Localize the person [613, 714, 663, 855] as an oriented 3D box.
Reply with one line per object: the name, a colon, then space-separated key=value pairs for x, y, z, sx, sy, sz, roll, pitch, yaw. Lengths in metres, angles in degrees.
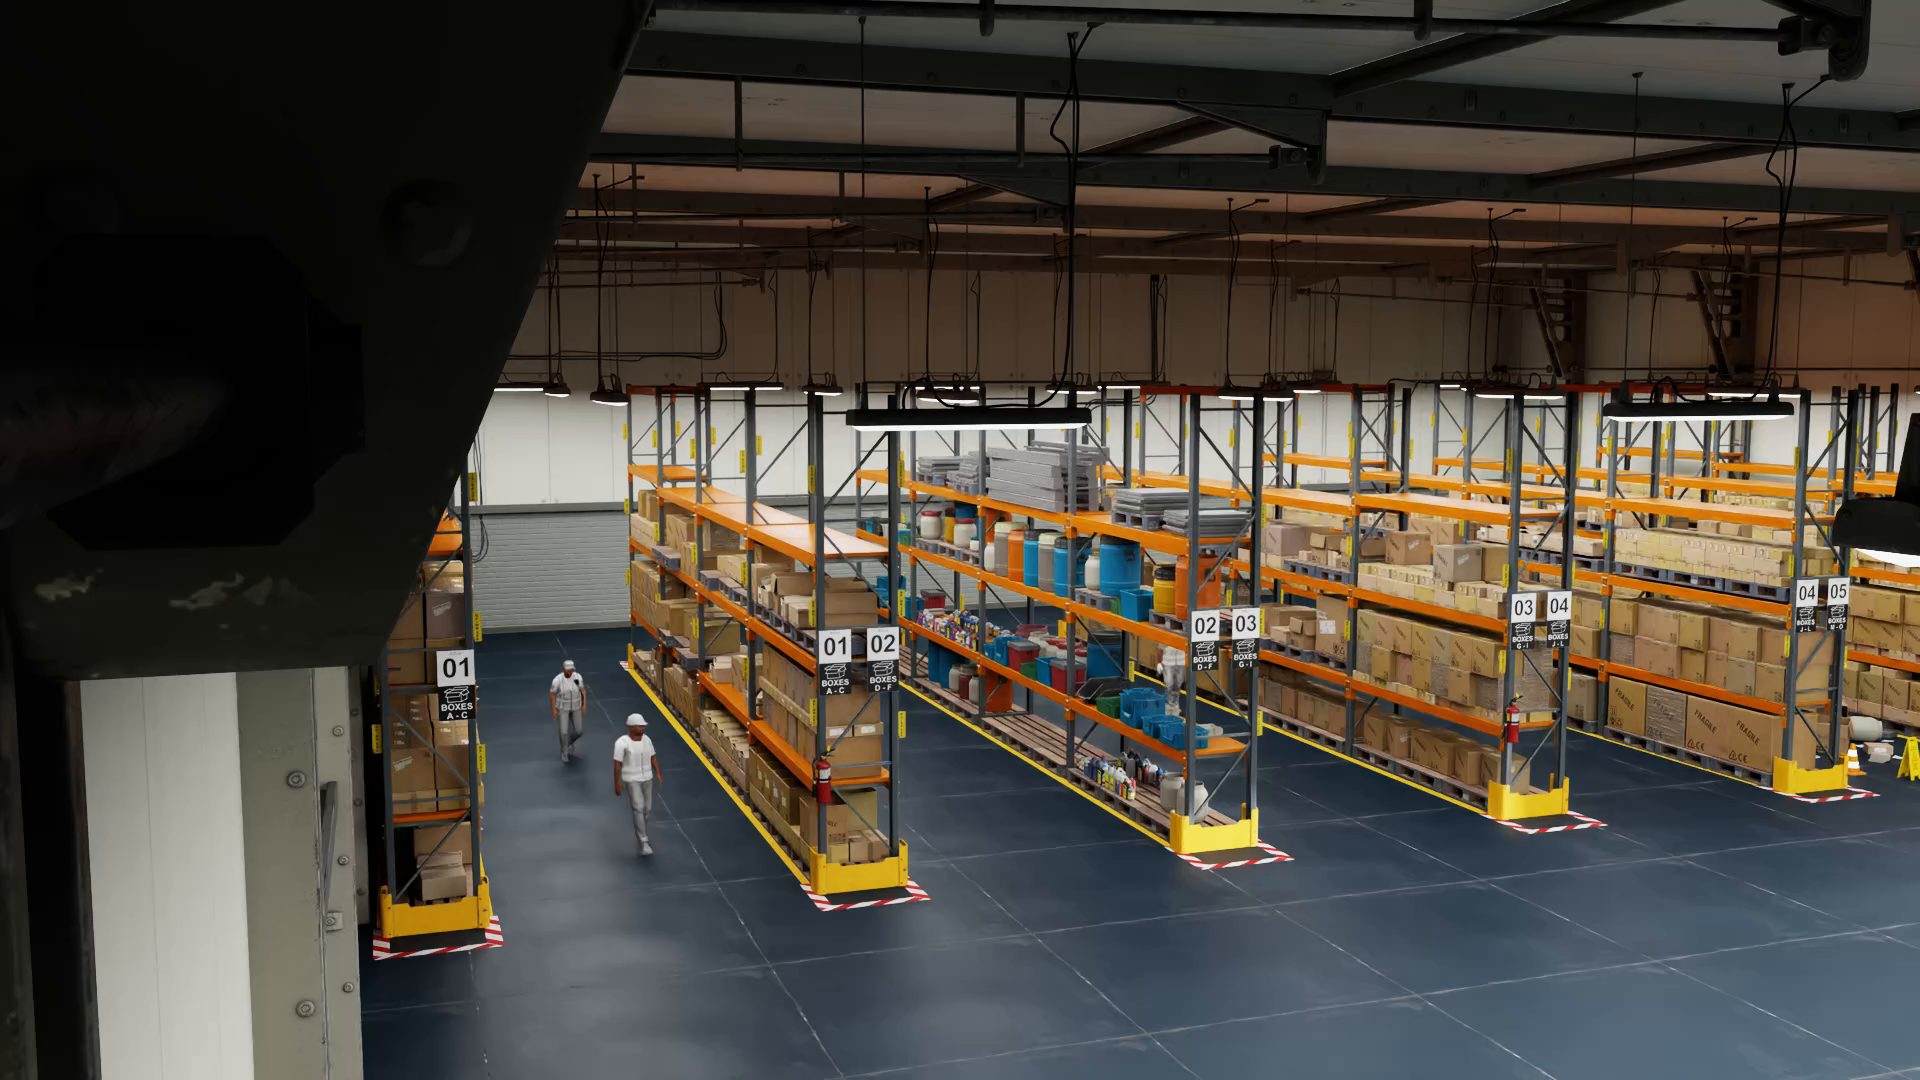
person: x=-4.171 y=3.203 z=21.978 sx=0.754 sy=1.759 sz=0.597 roll=6 pitch=8 yaw=44

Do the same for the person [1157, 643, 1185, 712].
person: x=3.925 y=2.328 z=30.405 sx=0.610 sy=1.840 sz=0.532 roll=-1 pitch=6 yaw=-8

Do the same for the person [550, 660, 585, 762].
person: x=-6.369 y=2.742 z=27.002 sx=0.571 sy=1.647 sz=0.592 roll=-3 pitch=6 yaw=-25
